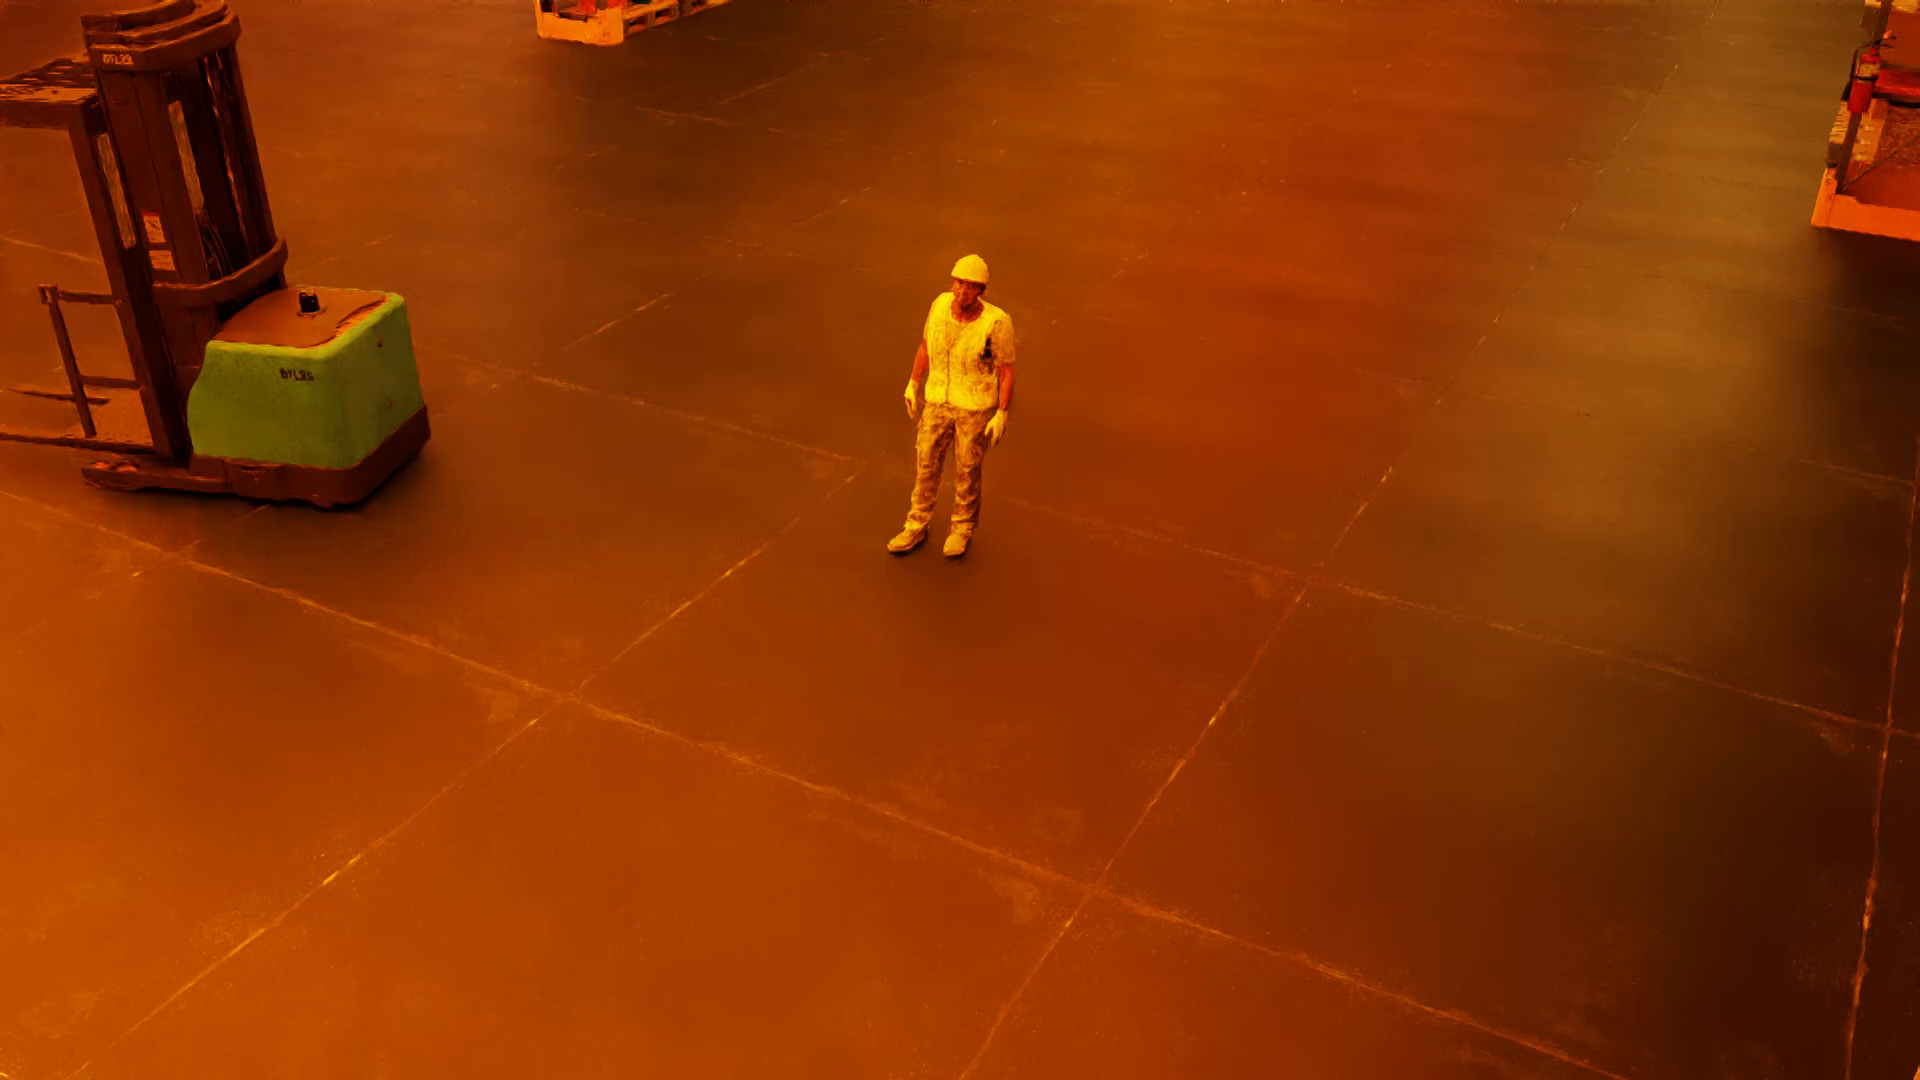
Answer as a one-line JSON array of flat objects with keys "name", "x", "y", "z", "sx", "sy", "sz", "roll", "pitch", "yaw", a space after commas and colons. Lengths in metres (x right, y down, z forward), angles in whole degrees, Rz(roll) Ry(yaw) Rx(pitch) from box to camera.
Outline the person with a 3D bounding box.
[{"name": "person", "x": -0.042, "y": -0.749, "z": 9.502, "sx": 0.655, "sy": 1.782, "sz": 0.576, "roll": 15, "pitch": 33, "yaw": 25}]

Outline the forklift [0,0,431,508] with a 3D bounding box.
[{"name": "forklift", "x": -5.085, "y": -1.829, "z": 10.239, "sx": 3.031, "sy": 2.935, "sz": 1.130, "roll": 6, "pitch": 30, "yaw": 10}]
